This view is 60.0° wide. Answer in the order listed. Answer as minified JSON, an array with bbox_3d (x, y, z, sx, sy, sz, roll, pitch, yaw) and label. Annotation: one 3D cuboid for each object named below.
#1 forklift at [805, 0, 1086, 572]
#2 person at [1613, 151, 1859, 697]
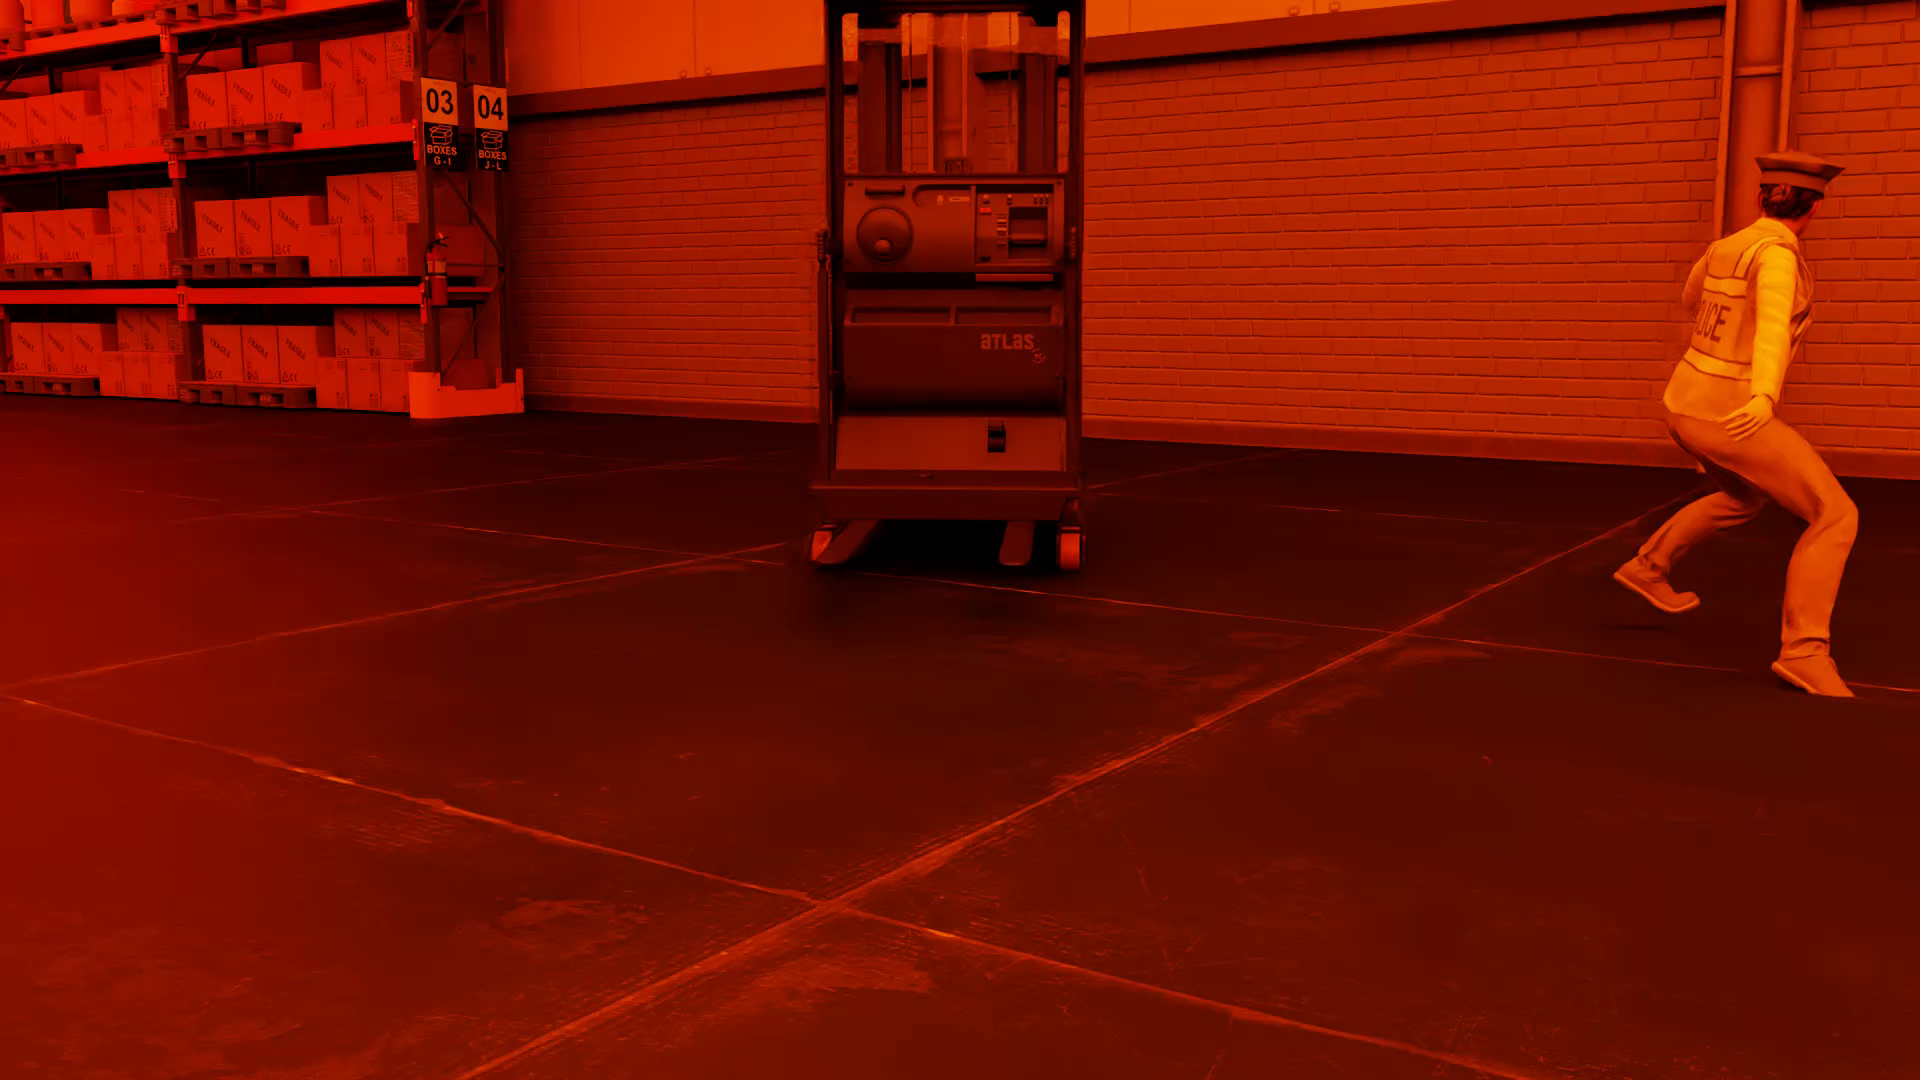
[{"bbox_3d":[-0.037,-1.365,6.794,1.130,2.935,3.031,0,8,3],"label":"forklift"},{"bbox_3d":[2.337,-0.342,4.919,0.526,1.580,1.100,2,8,11],"label":"person"}]
